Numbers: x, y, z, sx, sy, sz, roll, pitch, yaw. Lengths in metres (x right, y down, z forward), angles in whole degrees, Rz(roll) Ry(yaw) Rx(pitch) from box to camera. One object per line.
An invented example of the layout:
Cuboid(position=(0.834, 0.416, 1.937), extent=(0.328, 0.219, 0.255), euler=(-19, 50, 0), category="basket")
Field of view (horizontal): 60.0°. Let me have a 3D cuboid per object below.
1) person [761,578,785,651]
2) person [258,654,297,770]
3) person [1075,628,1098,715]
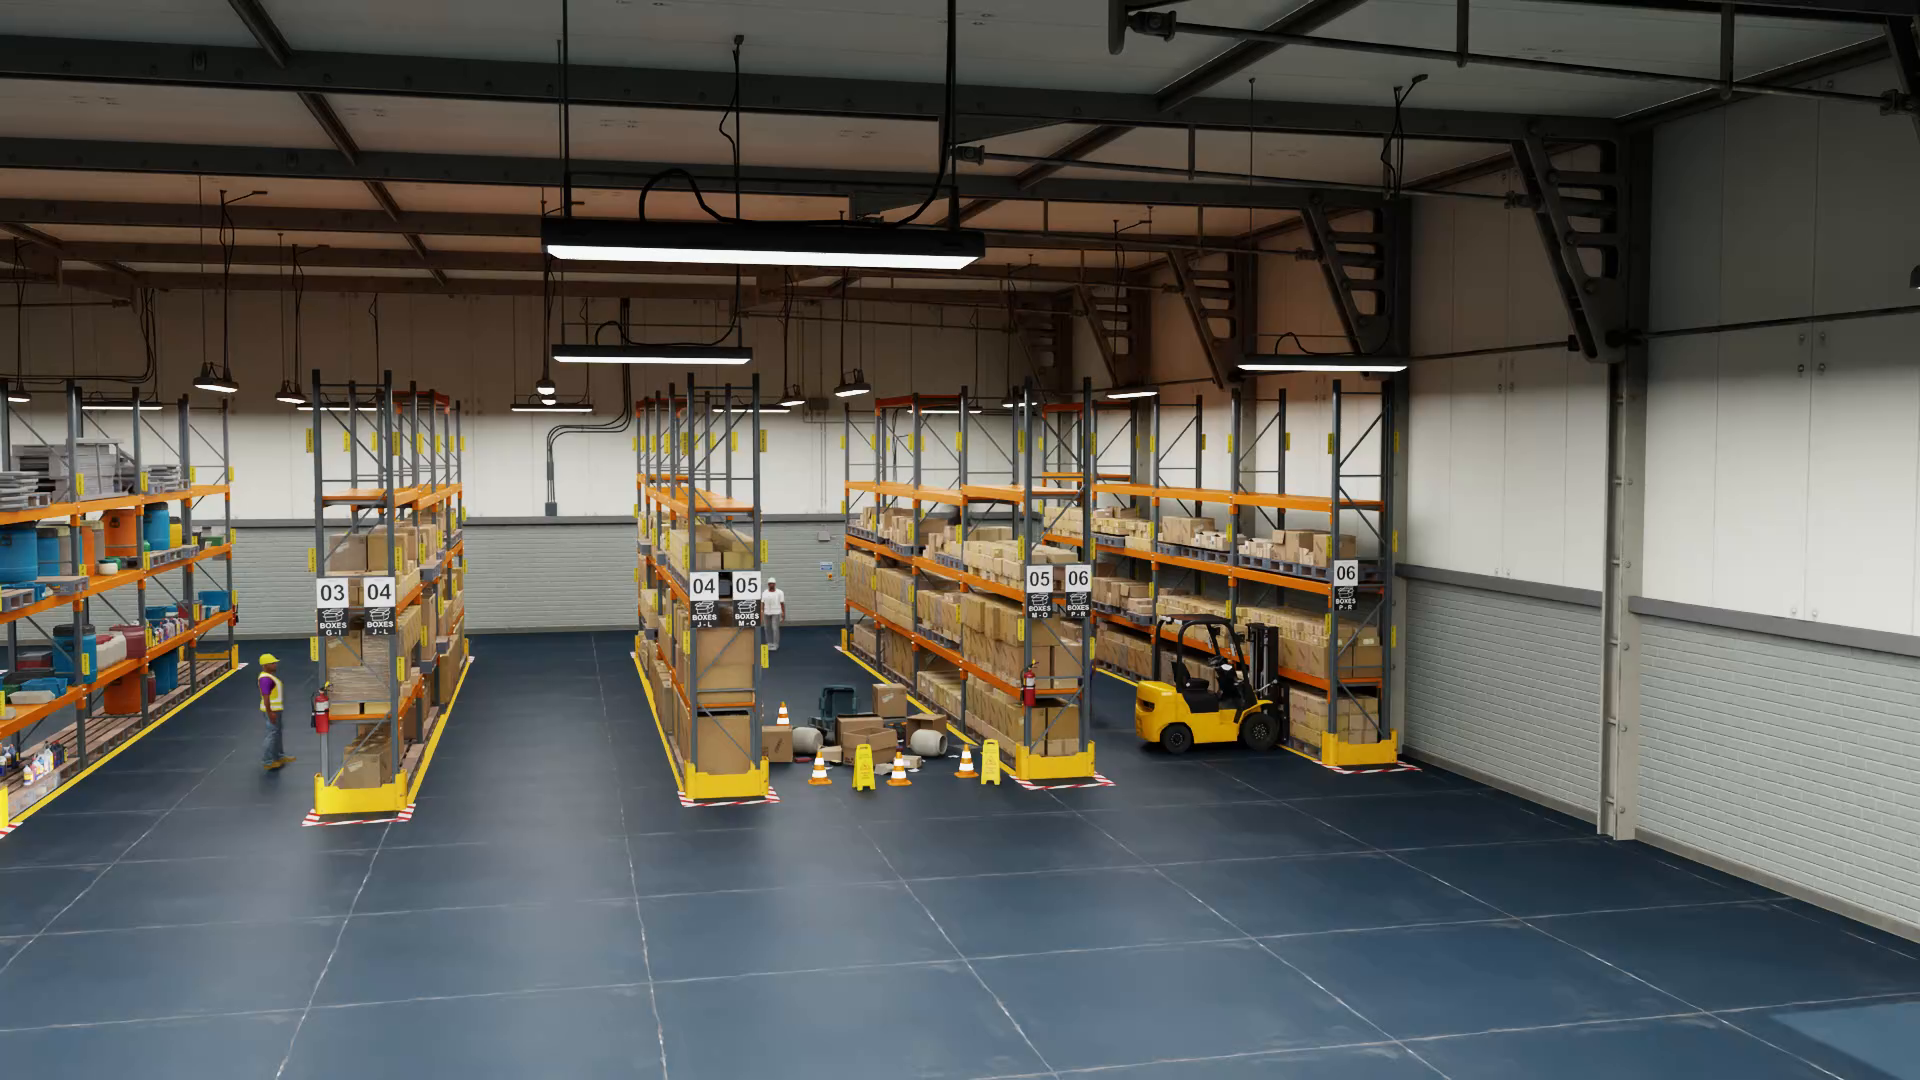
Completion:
Cuboid(position=(-4.538, 1.812, 40.326), extent=(0.631, 1.798, 0.430), euler=(2, 4, 25), category="person")
Cuboid(position=(-10.570, 2.639, 25.775), extent=(0.592, 1.762, 0.588), euler=(-2, 4, -33), category="person")
Cuboid(position=(2.247, 2.457, 30.760), extent=(0.590, 1.663, 0.806), euler=(-1, 3, -15), category="person")
